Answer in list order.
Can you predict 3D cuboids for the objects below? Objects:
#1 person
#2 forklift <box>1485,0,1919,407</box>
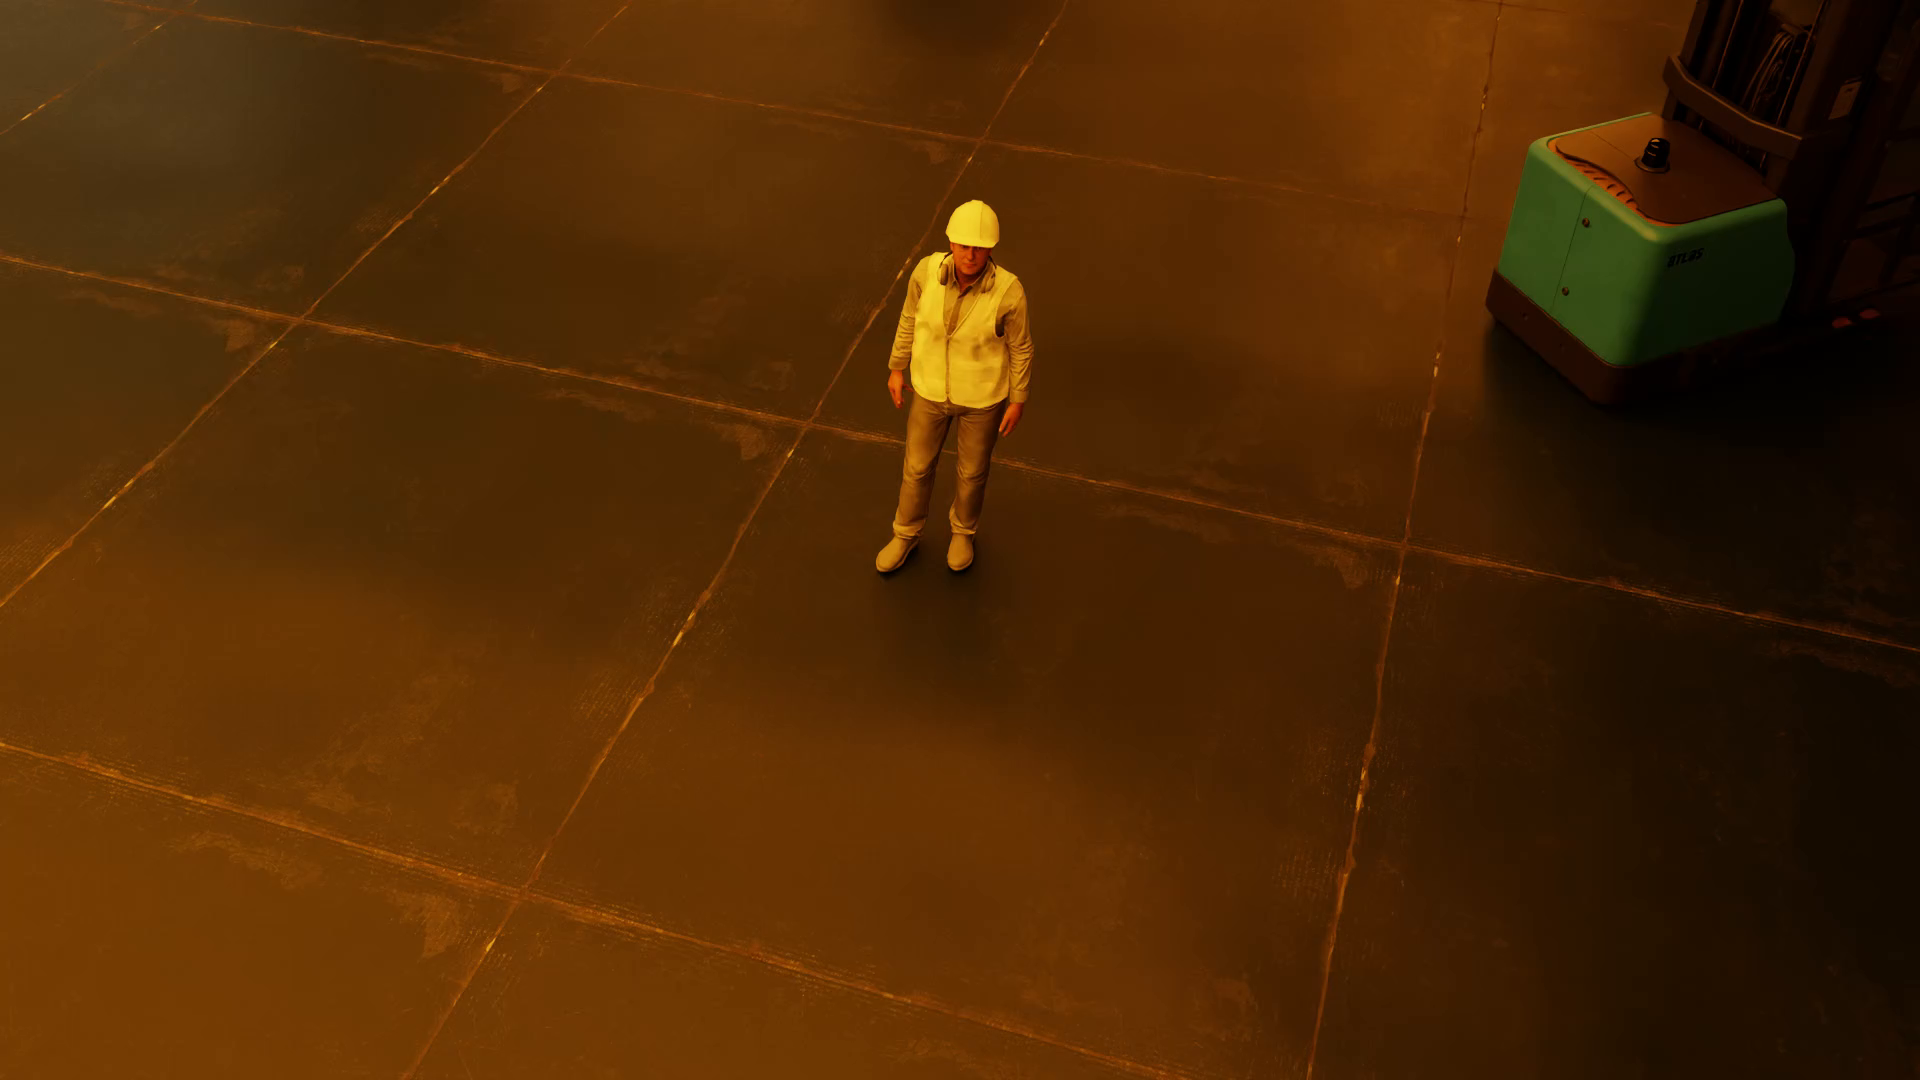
[{"bbox_3d":[-0.026,-0.615,7.189,0.633,1.775,0.566,12,44,13],"label":"person"},{"bbox_3d":[4.444,-2.417,8.287,3.031,2.935,1.130,-16,45,-17],"label":"forklift"}]
